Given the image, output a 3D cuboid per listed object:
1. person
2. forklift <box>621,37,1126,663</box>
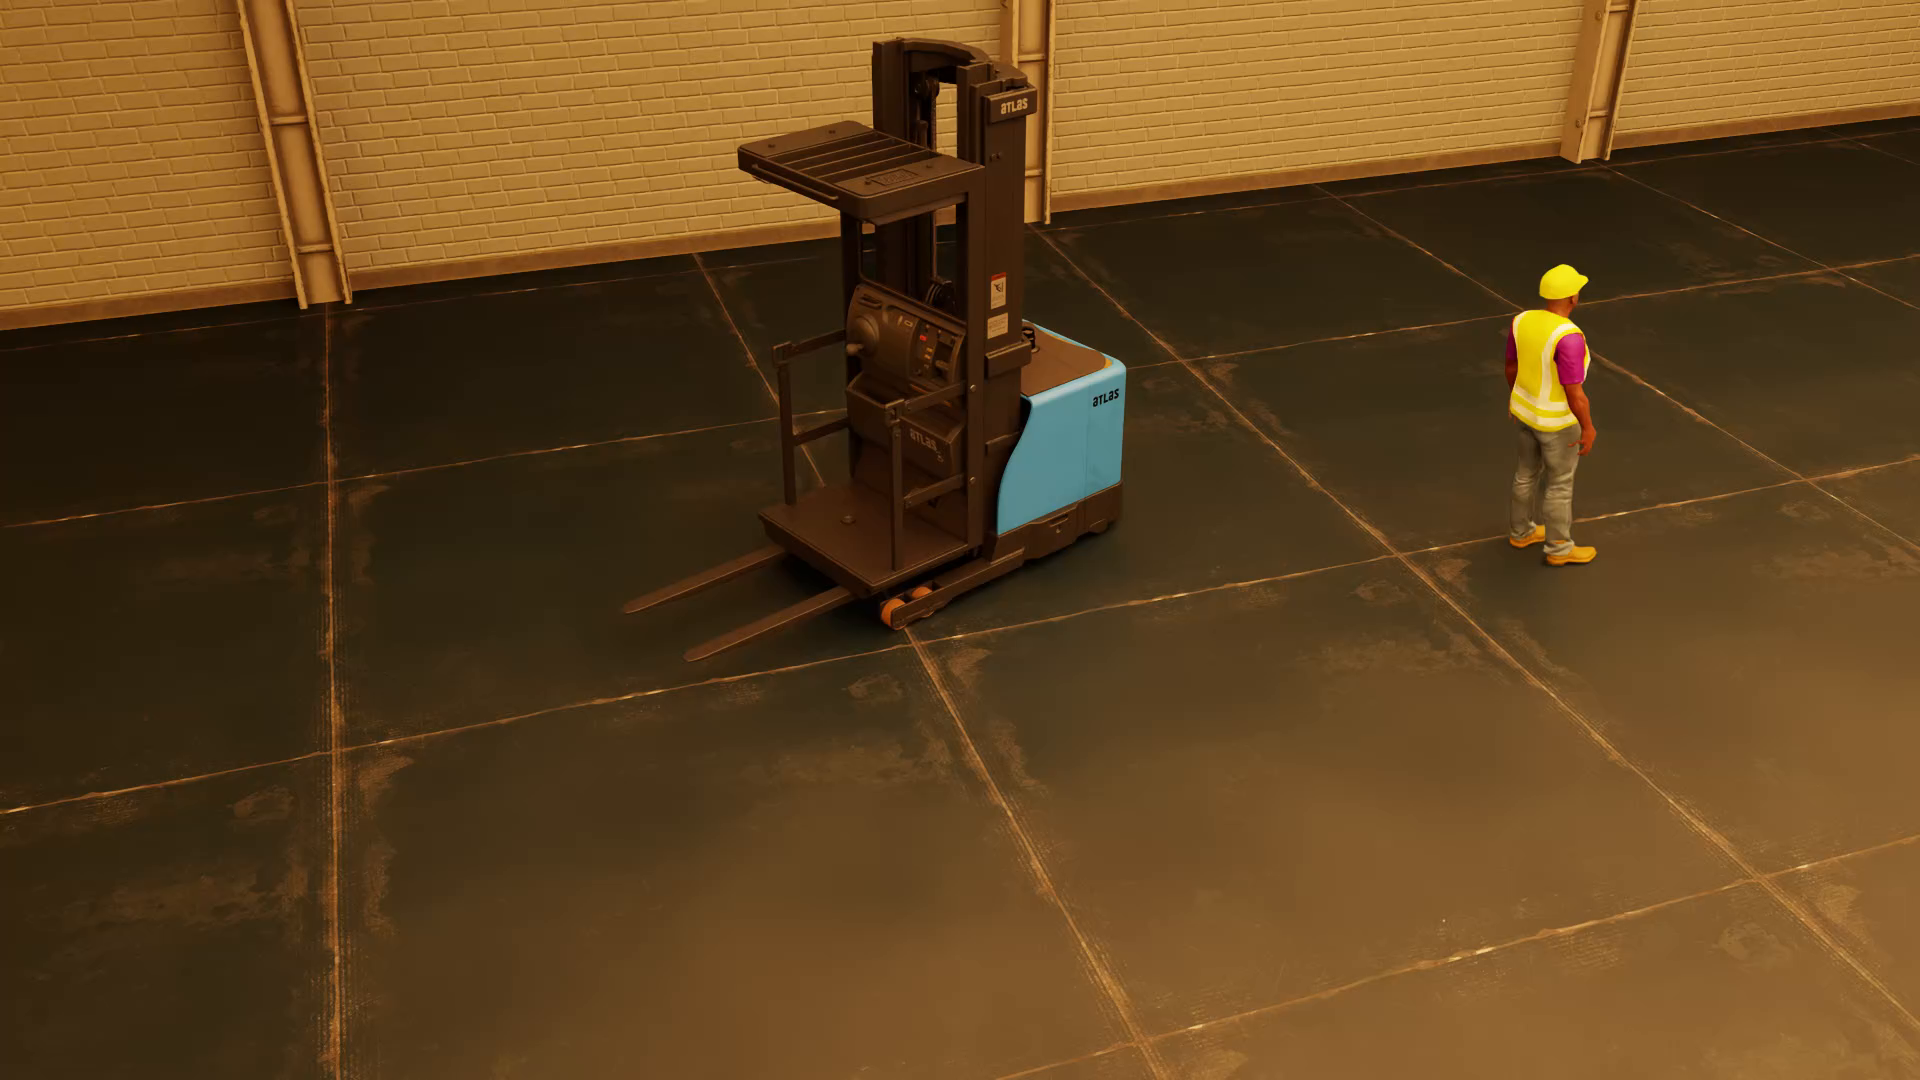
[{"bbox_3d":[3.415,-0.730,9.517,0.549,1.770,0.664,-11,32,-19],"label":"person"},{"bbox_3d":[-0.461,-1.072,8.951,3.031,2.935,1.130,-23,37,-34],"label":"forklift"}]
